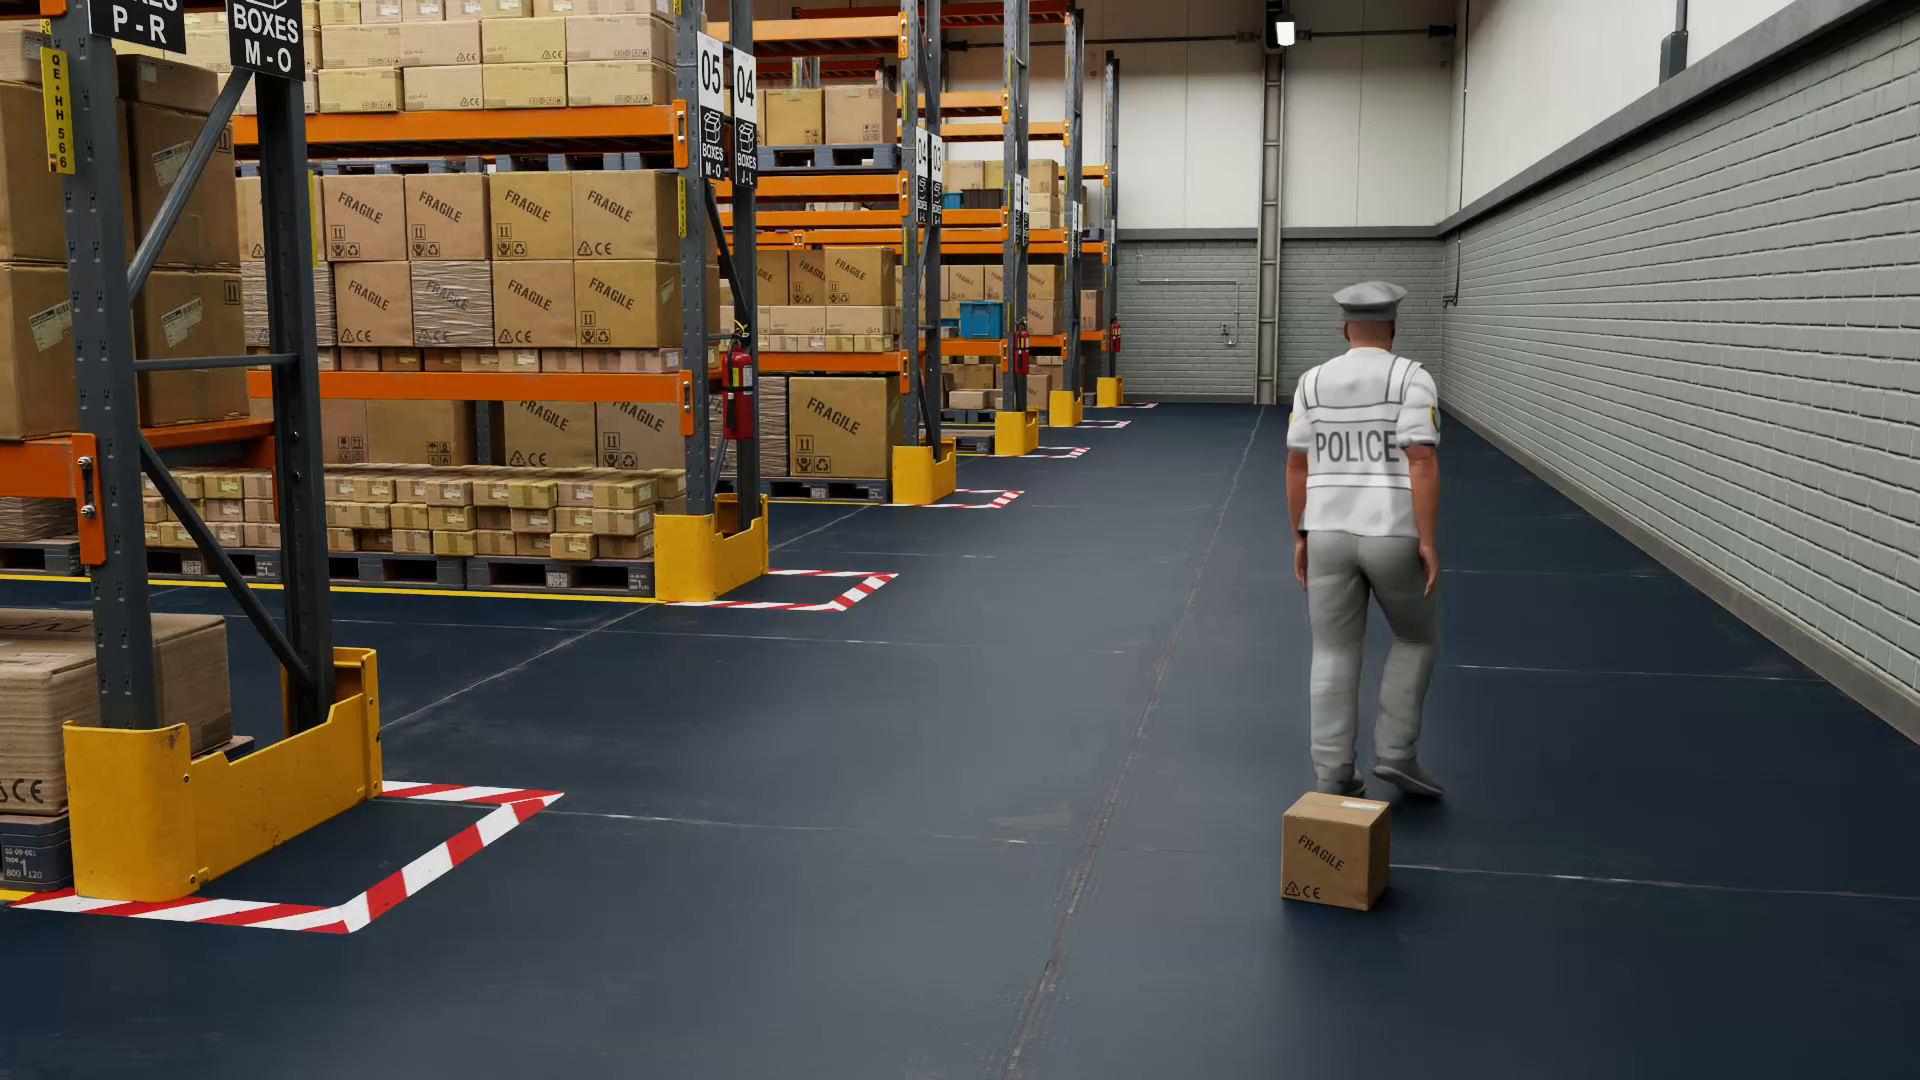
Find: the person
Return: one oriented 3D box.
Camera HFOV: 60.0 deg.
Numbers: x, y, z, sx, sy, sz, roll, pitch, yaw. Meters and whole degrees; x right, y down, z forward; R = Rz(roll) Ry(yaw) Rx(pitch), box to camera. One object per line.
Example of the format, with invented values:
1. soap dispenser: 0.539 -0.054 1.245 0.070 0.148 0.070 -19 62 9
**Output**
1. person: 1.355 0.026 5.619 0.568 1.792 0.542 4 9 28
